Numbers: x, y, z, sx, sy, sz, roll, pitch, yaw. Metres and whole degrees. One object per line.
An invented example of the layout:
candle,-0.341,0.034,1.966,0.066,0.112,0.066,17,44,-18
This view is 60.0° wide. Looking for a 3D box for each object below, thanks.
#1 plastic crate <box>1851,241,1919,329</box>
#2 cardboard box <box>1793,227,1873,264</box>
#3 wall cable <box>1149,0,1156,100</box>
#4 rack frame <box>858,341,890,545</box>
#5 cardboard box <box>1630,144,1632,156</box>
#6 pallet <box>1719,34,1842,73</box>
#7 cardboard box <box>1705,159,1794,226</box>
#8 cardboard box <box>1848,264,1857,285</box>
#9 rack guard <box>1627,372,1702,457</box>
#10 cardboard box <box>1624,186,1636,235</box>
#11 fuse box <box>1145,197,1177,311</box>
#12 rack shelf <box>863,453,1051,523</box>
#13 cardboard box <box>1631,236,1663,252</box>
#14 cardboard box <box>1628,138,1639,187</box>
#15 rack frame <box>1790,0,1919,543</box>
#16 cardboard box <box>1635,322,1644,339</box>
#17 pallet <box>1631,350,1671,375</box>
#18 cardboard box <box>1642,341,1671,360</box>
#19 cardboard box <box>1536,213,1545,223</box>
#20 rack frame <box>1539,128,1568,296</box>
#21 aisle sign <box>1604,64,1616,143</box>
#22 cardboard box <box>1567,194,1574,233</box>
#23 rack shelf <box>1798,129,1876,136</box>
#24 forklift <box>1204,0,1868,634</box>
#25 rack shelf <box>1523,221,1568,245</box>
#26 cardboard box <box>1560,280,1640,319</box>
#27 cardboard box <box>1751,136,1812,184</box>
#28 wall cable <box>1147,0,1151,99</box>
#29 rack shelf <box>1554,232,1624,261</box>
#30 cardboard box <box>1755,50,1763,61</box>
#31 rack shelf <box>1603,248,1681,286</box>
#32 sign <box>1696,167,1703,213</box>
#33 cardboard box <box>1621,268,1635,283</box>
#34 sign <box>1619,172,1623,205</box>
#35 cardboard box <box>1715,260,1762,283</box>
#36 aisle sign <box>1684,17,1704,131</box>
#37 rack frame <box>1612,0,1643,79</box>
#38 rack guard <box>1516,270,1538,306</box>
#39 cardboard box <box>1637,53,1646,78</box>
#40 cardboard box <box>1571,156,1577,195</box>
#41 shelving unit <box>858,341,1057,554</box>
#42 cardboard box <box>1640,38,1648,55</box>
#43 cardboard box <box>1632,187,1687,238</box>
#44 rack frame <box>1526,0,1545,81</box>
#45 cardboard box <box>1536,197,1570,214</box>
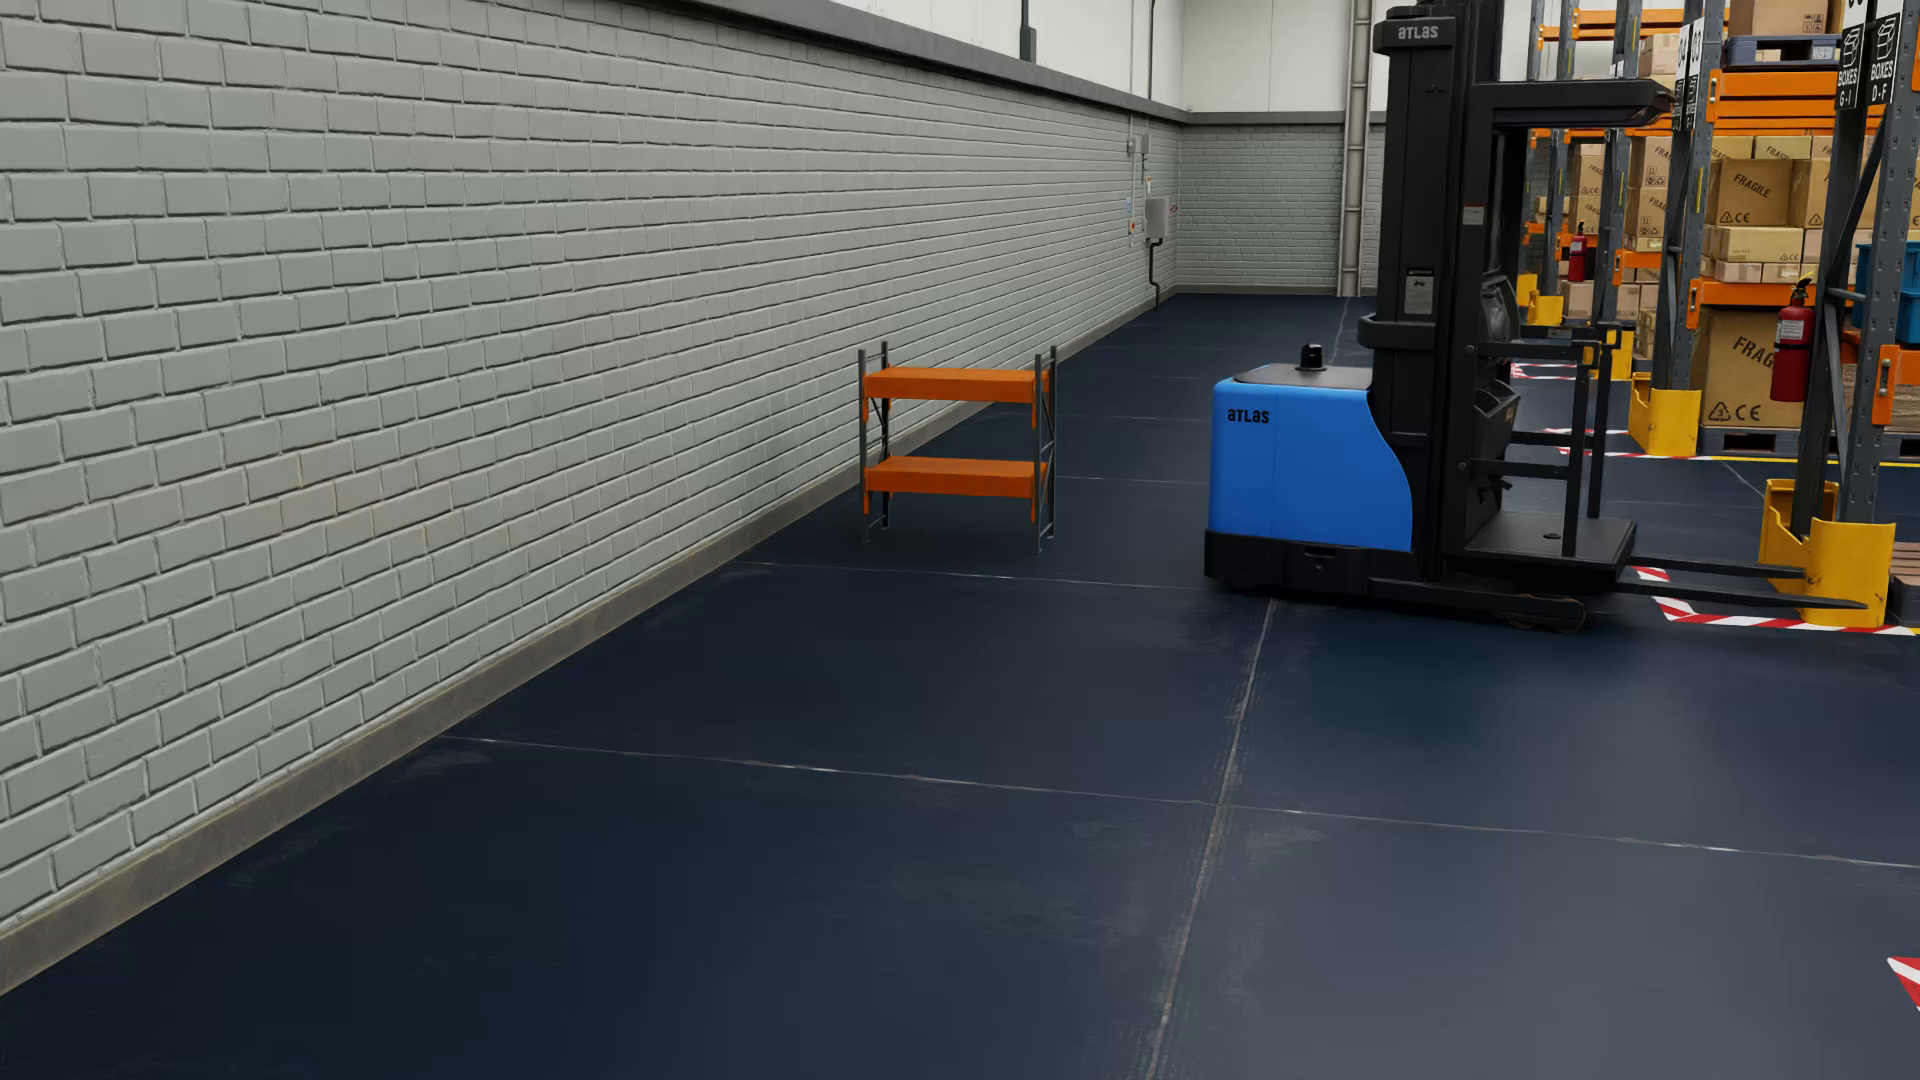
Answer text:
plastic crate,4.734,-1.244,8.197,0.499,0.435,0.616,3,13,14
cardboard box,6.459,-2.182,12.303,0.500,0.250,0.500,3,13,13
wall cable,3.222,-8.226,25.949,0.133,3.039,2.988,3,13,14
rack frame,-0.500,-0.576,9.732,0.032,1.125,0.500,3,13,14
cardboard box,8.700,-5.042,21.497,0.250,0.149,0.380,3,13,15
pallet,6.274,-3.602,12.324,1.213,0.211,1.003,3,13,14
cardboard box,6.087,-2.685,12.841,0.500,0.500,0.500,3,13,14
cardboard box,6.568,-1.967,12.256,0.250,0.149,0.380,3,13,13
rack guard,5.528,-0.998,13.079,0.348,0.500,1.175,3,13,14
cardboard box,7.336,-3.480,17.576,0.500,0.500,0.500,3,13,15
fuse box,3.090,-4.394,25.589,0.414,1.711,0.539,3,13,14
rack shelf,-0.007,-0.311,9.666,1.000,0.278,0.538,3,13,14
cardboard box,7.074,-3.047,17.121,0.250,0.149,0.380,3,13,13
cardboard box,7.341,-3.966,17.458,0.500,0.500,0.500,3,13,12
rack frame,4.364,-1.176,8.108,0.127,3.000,1.000,3,13,14
cardboard box,7.418,-2.246,17.858,0.250,0.149,0.380,3,13,12
pallet,7.692,-1.840,17.541,1.213,0.211,1.003,3,13,14
cardboard box,7.270,-1.974,17.318,0.250,0.149,0.380,3,13,15
cardboard box,9.365,-5.148,26.591,0.250,0.149,0.380,3,13,13
rack frame,7.925,-4.301,22.196,0.127,3.000,1.000,3,13,14
aisle sign,6.839,-4.591,17.500,0.004,0.787,0.394,3,13,14
cardboard box,8.457,-4.381,22.323,0.500,0.500,0.500,3,13,14
rack shelf,14.936,-6.147,25.251,4.000,0.370,1.077,3,13,14
forklift,2.813,-1.125,8.038,3.031,2.935,1.130,6,14,26
rack shelf,11.053,-4.890,26.511,4.000,0.370,1.077,3,13,14
cardboard box,8.590,-3.242,22.368,0.875,0.438,0.875,3,13,12
cardboard box,8.201,-3.802,16.717,0.500,0.500,0.500,3,13,12
wall cable,2.518,-7.624,23.322,0.029,3.000,2.355,3,13,14
rack shelf,9.867,-3.846,21.806,4.000,0.370,1.077,3,13,14
cardboard box,7.709,-4.786,16.647,0.500,0.250,0.500,3,13,13
rack shelf,8.779,-2.800,17.090,4.000,0.370,1.077,3,13,14
sign,5.412,-2.562,12.176,0.005,0.325,0.100,3,13,14
cardboard box,10.503,-4.226,26.657,0.500,0.500,0.700,4,13,16
sign,6.708,-3.564,16.872,0.005,0.325,0.100,3,13,14
cardboard box,5.817,-2.007,12.434,0.250,0.149,0.380,3,13,14
aisle sign,5.409,-3.427,12.254,0.004,0.787,0.394,3,13,14
rack frame,6.838,-6.184,16.830,0.127,3.000,1.000,3,13,14
rack guard,9.185,-4.121,27.154,0.348,0.500,1.175,3,13,14
cardboard box,7.346,-4.920,17.251,0.500,0.250,0.500,3,13,12
cardboard box,8.451,-4.863,22.189,0.500,0.500,0.500,4,13,15
shelving unit,-0.007,-0.550,9.613,1.048,1.125,0.538,3,13,14
cardboard box,7.231,-5.130,17.275,0.250,0.149,0.380,3,13,13
cardboard box,7.207,-3.368,17.070,0.500,0.500,0.500,4,13,16
rack frame,9.111,-8.274,26.251,0.127,3.000,1.000,3,13,14
cardboard box,9.487,-5.337,26.524,0.500,0.250,0.500,3,13,14
